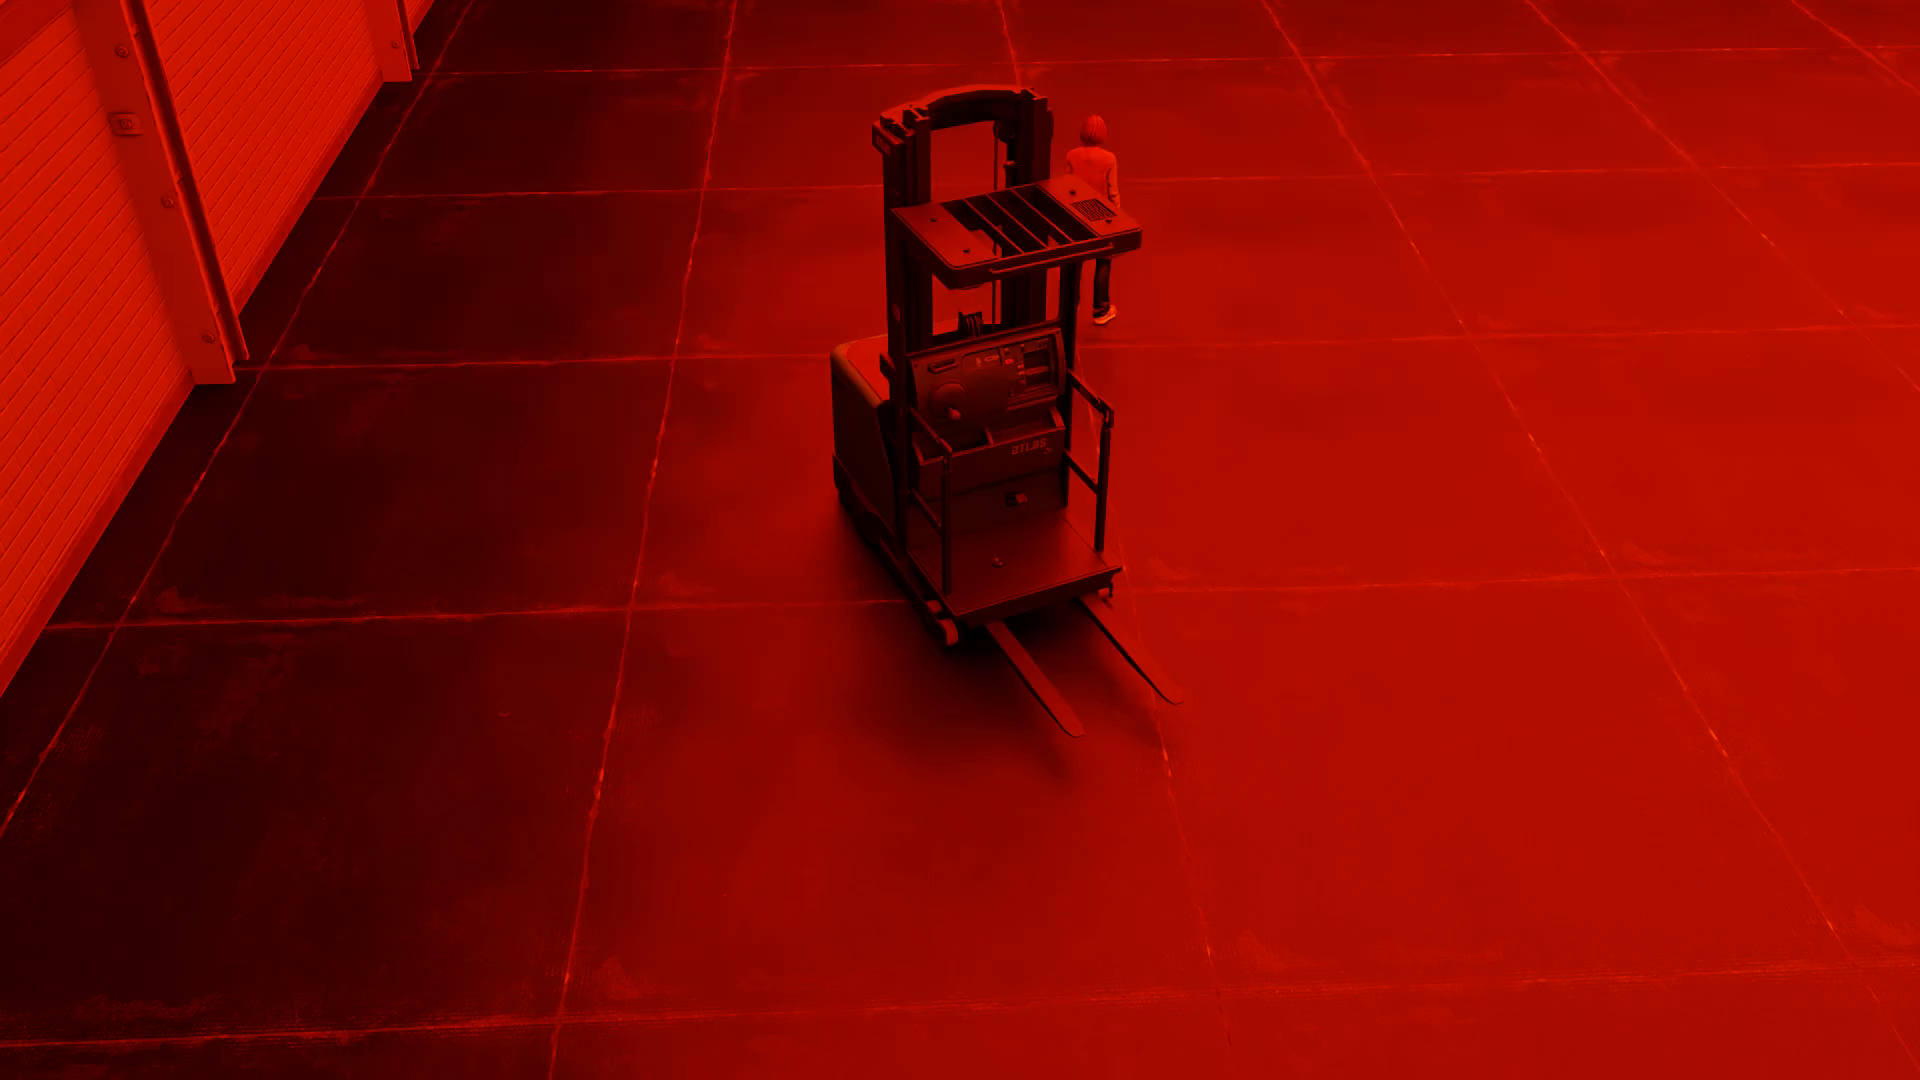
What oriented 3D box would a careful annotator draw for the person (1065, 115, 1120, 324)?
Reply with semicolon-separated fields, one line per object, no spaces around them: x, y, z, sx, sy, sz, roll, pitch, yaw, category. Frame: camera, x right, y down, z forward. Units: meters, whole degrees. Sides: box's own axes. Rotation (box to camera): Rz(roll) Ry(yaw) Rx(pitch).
0.964;-2.370;12.405;0.459;1.592;0.345;11;37;15;person

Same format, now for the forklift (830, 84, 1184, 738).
0.258;-0.860;9.192;1.130;2.935;3.031;-15;39;-20;forklift
